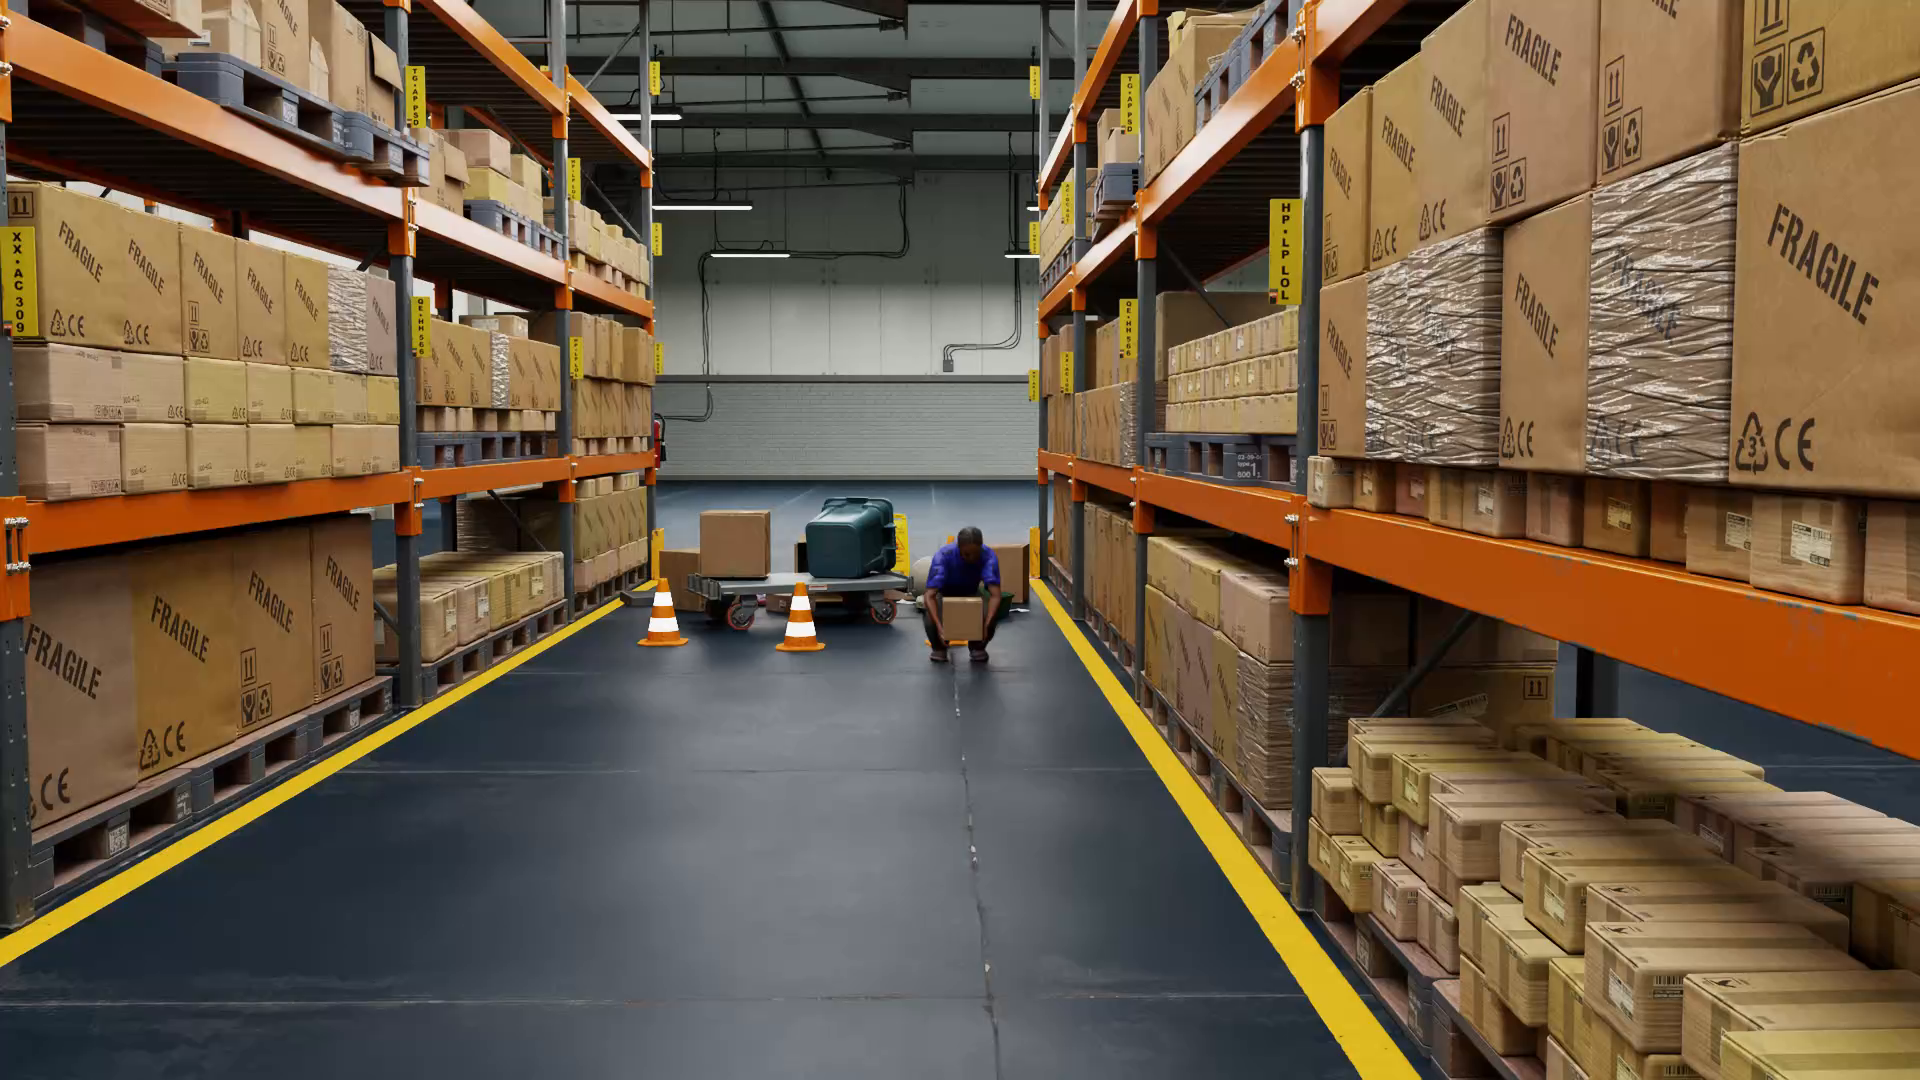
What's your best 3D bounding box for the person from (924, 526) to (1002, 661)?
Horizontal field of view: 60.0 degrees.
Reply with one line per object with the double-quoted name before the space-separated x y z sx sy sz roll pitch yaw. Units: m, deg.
"person" 0.013 0.353 10.898 0.503 0.919 0.828 0 4 -1
